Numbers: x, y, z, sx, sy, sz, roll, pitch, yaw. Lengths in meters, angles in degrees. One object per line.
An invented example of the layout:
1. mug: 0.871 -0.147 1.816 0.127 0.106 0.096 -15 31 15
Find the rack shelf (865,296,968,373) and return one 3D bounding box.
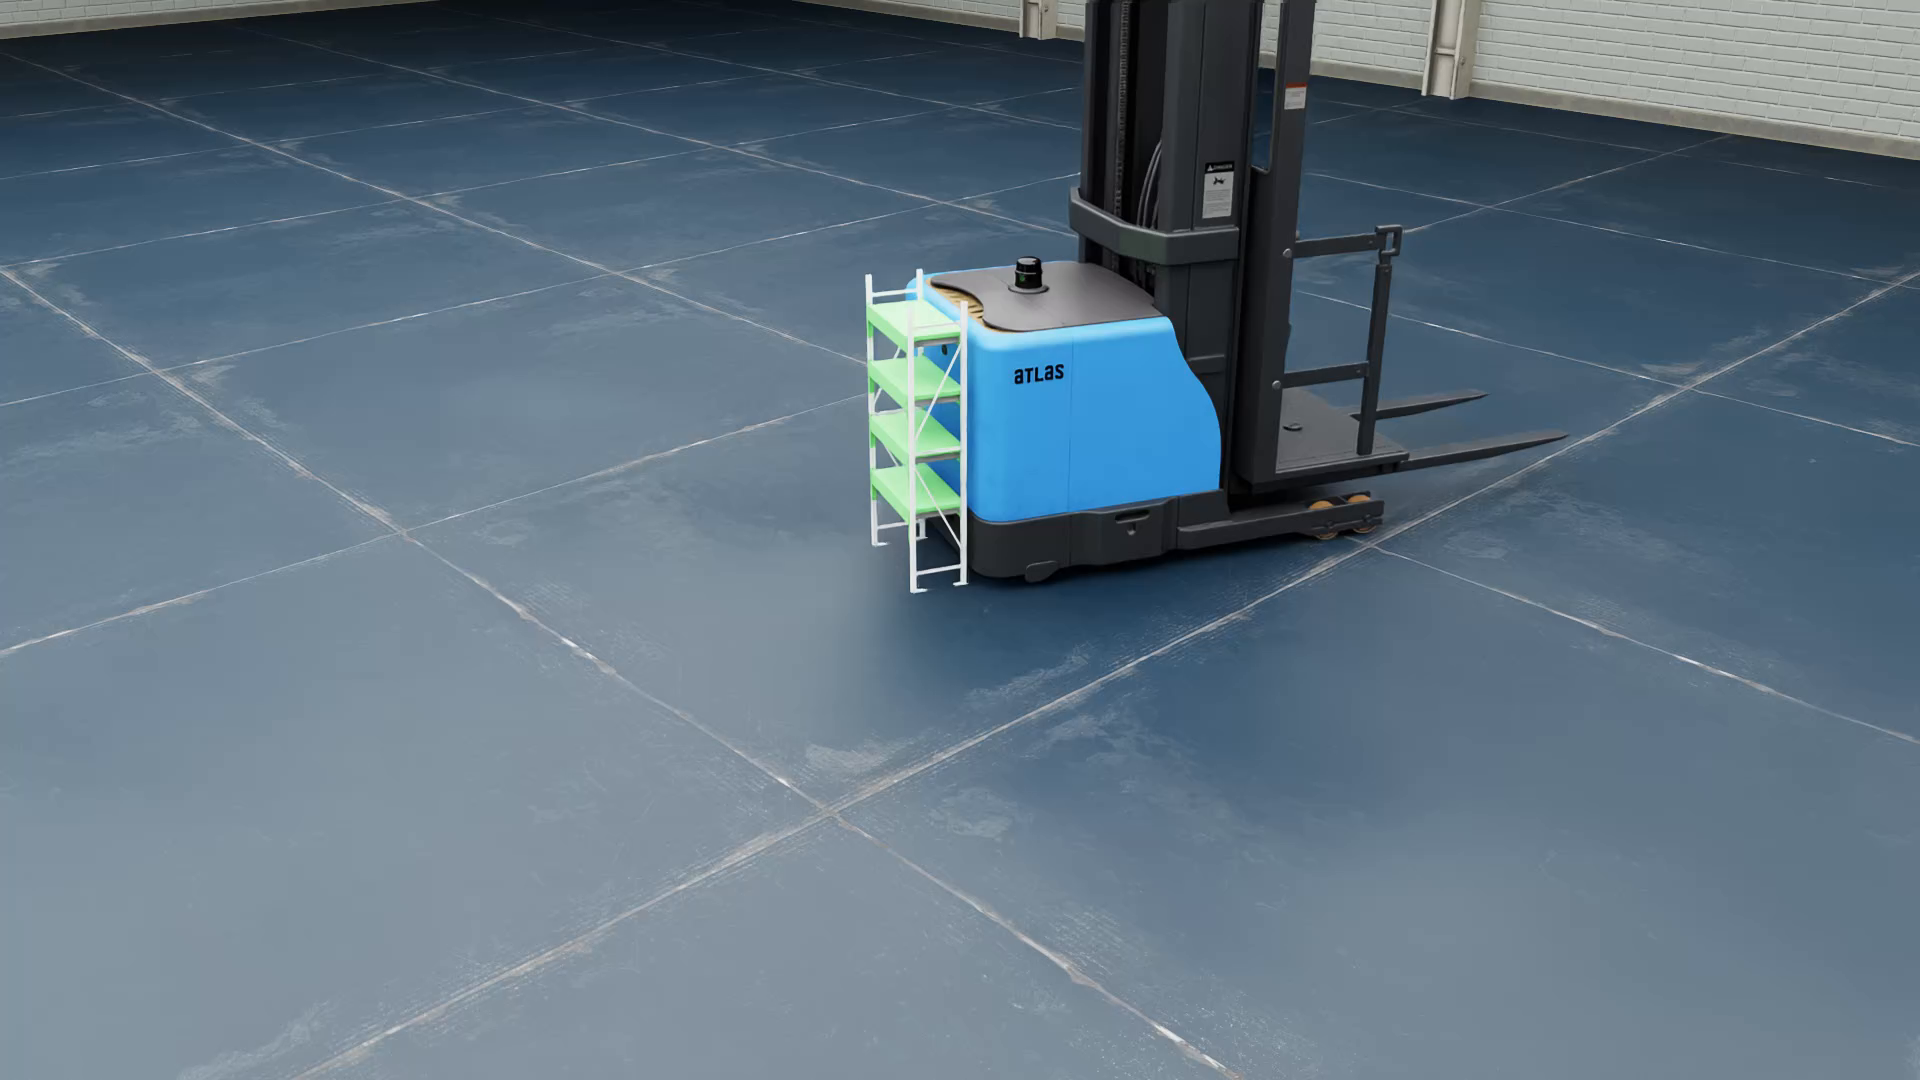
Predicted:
1. rack shelf: -0.176 -0.821 6.602 0.258 0.148 0.480 -9 26 -19

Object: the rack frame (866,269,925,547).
1. rack frame: -0.266 -0.537 6.981 0.240 1.200 0.015 -9 26 -19

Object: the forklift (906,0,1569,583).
1. forklift: 1.325 -1.529 7.070 3.031 2.935 1.130 -9 26 -19

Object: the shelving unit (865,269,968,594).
1. shelving unit: -0.176 -0.443 6.775 0.258 1.200 0.503 -9 26 -19

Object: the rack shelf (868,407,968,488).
1. rack shelf: -0.176 -0.385 6.801 0.258 0.148 0.480 -9 26 -19

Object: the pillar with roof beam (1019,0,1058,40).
1. pillar with roof beam: -2.132 -9.373 16.954 9.100 9.000 0.400 -21 32 -38

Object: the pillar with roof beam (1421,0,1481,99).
1. pillar with roof beam: 1.969 -7.555 12.970 9.100 9.000 0.400 -21 32 -38

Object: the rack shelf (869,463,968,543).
1. rack shelf: -0.176 -0.166 6.901 0.258 0.148 0.480 -9 26 -19

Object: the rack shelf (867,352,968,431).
1. rack shelf: -0.176 -0.603 6.702 0.258 0.148 0.480 -9 26 -19

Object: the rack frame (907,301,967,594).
1. rack frame: -0.087 -0.348 6.568 0.240 1.200 0.015 -9 26 -19
